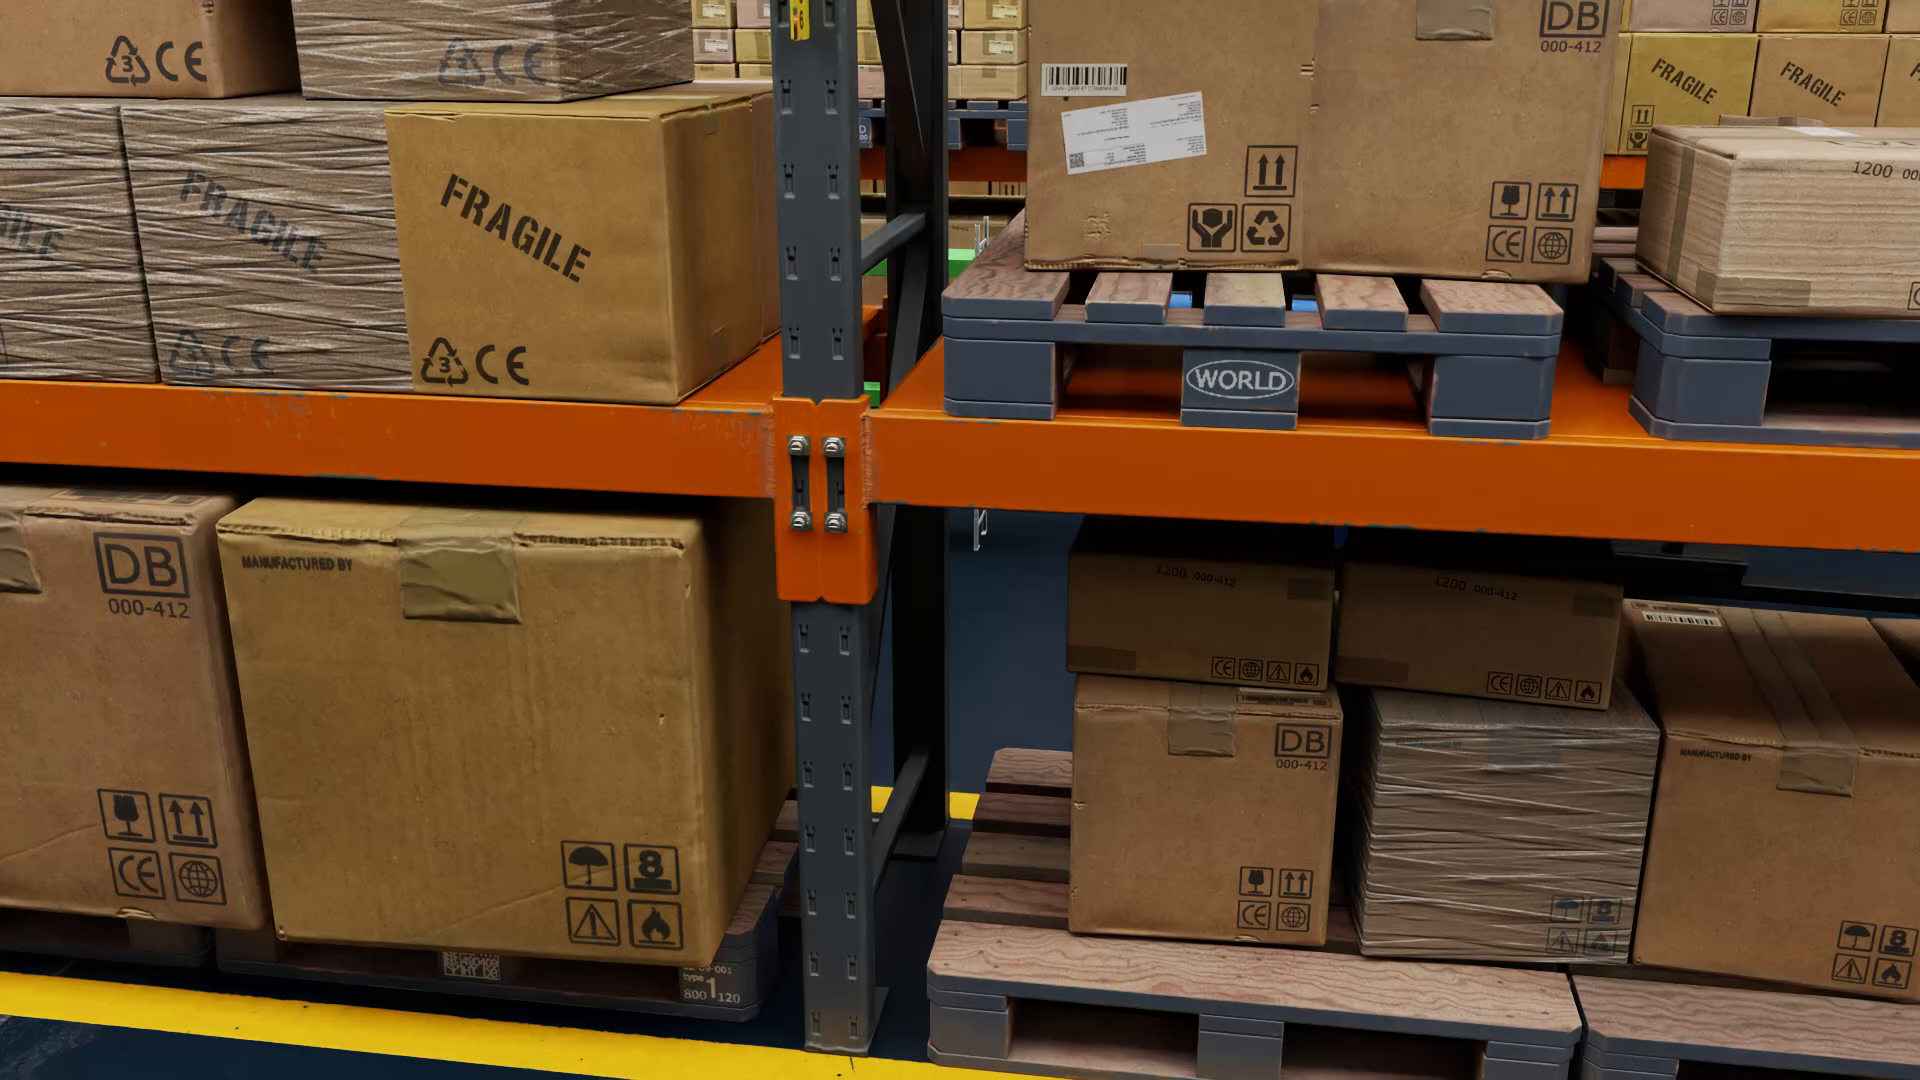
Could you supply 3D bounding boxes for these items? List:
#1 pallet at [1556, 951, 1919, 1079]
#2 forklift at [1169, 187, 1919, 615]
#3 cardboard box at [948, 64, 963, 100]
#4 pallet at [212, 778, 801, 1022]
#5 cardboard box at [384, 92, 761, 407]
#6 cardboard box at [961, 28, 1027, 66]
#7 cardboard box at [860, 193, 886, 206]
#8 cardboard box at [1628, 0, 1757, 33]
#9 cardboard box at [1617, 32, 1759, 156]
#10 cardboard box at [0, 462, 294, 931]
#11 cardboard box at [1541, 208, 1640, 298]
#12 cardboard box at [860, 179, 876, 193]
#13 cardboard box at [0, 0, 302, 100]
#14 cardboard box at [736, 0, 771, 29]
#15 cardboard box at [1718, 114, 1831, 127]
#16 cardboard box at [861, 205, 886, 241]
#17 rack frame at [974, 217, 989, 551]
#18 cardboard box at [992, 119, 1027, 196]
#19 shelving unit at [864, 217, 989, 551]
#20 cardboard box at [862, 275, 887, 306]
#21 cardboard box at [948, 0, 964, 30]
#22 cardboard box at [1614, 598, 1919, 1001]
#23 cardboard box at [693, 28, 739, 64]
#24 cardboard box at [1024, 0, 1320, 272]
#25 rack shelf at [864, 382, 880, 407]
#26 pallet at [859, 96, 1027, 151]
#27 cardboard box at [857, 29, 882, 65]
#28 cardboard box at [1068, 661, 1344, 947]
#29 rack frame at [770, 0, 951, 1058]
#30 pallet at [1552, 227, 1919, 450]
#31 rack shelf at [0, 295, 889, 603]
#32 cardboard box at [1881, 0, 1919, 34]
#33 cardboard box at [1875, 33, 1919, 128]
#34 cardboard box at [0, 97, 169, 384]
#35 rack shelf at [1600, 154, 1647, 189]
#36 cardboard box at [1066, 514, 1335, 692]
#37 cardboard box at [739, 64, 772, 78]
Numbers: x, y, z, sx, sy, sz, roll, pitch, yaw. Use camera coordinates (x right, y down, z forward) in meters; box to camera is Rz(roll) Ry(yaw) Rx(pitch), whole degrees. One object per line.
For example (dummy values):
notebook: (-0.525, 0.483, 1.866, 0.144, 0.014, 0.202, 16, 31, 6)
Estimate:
pallet: (1.807, 0.859, 3.403, 1.213, 0.211, 1.003, 3, 19, 9)
forklift: (2.031, -1.182, 5.216, 3.031, 2.935, 1.130, 5, 19, 14)
cardboard box: (-0.084, -2.088, 7.550, 0.250, 0.149, 0.380, 3, 19, 9)
pallet: (-0.932, 0.694, 3.896, 1.213, 0.211, 1.003, 3, 19, 9)
cardboard box: (-0.692, -0.560, 3.091, 0.500, 0.500, 0.500, 4, 19, 10)
cardboard box: (0.161, -2.217, 7.468, 0.250, 0.149, 0.380, 3, 19, 10)
cardboard box: (-0.422, -1.619, 8.511, 0.500, 0.250, 0.500, 3, 19, 8)
cardboard box: (3.172, -2.508, 7.339, 0.500, 0.500, 0.700, 3, 19, 9)
cardboard box: (3.115, -1.953, 7.256, 0.500, 0.500, 0.500, 3, 19, 9)
cardboard box: (-1.722, 0.155, 3.800, 0.875, 0.875, 1.225, 3, 19, 9)
cardboard box: (3.091, -1.098, 7.740, 0.750, 0.750, 1.050, 3, 19, 9)
cardboard box: (-1.025, -3.014, 13.269, 0.875, 0.875, 0.875, 3, 19, 10)
cardboard box: (-1.528, -1.164, 3.316, 0.637, 0.503, 0.797, 3, 19, 10)
cardboard box: (-0.843, -2.410, 7.575, 0.250, 0.149, 0.380, 3, 19, 9)
cardboard box: (1.524, -0.701, 3.222, 0.258, 0.266, 0.396, 2, 19, 7)
cardboard box: (-0.496, -1.458, 8.028, 0.500, 0.250, 0.500, 3, 19, 9)
rack frame: (0.077, -0.565, 6.101, 0.015, 1.200, 0.240, 3, 19, 9)
cardboard box: (0.738, -2.922, 12.996, 0.875, 0.875, 0.875, 3, 19, 8)
shelving unit: (-0.163, -0.577, 6.138, 0.503, 1.200, 0.258, 3, 19, 9)
cardboard box: (-0.482, -1.106, 8.160, 0.500, 0.500, 0.500, 4, 19, 11)
cardboard box: (-0.083, -2.370, 7.457, 0.250, 0.149, 0.380, 3, 19, 8)
cardboard box: (1.610, 0.489, 3.359, 0.500, 0.500, 0.700, 5, 19, 13)
cardboard box: (-1.113, -2.281, 7.660, 0.250, 0.149, 0.380, 3, 19, 10)
cardboard box: (0.374, -0.797, 3.139, 0.500, 0.500, 0.500, 1, 19, 2)
rack shelf: (-0.163, -0.517, 6.158, 0.480, 0.148, 0.258, 3, 19, 9)
pallet: (0.000, -2.025, 7.932, 1.003, 0.211, 1.213, 3, 19, 9)
cardboard box: (-0.363, -2.243, 7.543, 0.250, 0.149, 0.380, 3, 19, 10)
cardboard box: (0.499, 0.439, 3.510, 0.500, 0.500, 0.700, 2, 19, 6)
rack frame: (-0.166, -0.565, 3.265, 0.127, 3.000, 1.000, 3, 19, 9)
pallet: (1.795, -0.387, 3.036, 1.213, 0.211, 1.003, 3, 19, 9)
rack shelf: (-2.140, -0.325, 3.680, 4.000, 0.370, 1.077, 3, 19, 9)
cardboard box: (4.179, -2.457, 7.187, 0.500, 0.500, 0.700, 3, 19, 8)
cardboard box: (4.113, -1.903, 7.104, 0.500, 0.500, 0.500, 3, 19, 8)
cardboard box: (-1.697, -0.612, 3.247, 0.500, 0.500, 0.500, 2, 19, 7)
rack shelf: (2.696, -1.672, 7.707, 4.000, 0.370, 1.077, 3, 19, 9)
cardboard box: (0.501, 0.080, 3.400, 0.500, 0.250, 0.500, 4, 19, 11)
cardboard box: (-0.849, -2.127, 7.668, 0.250, 0.149, 0.380, 2, 19, 6)
